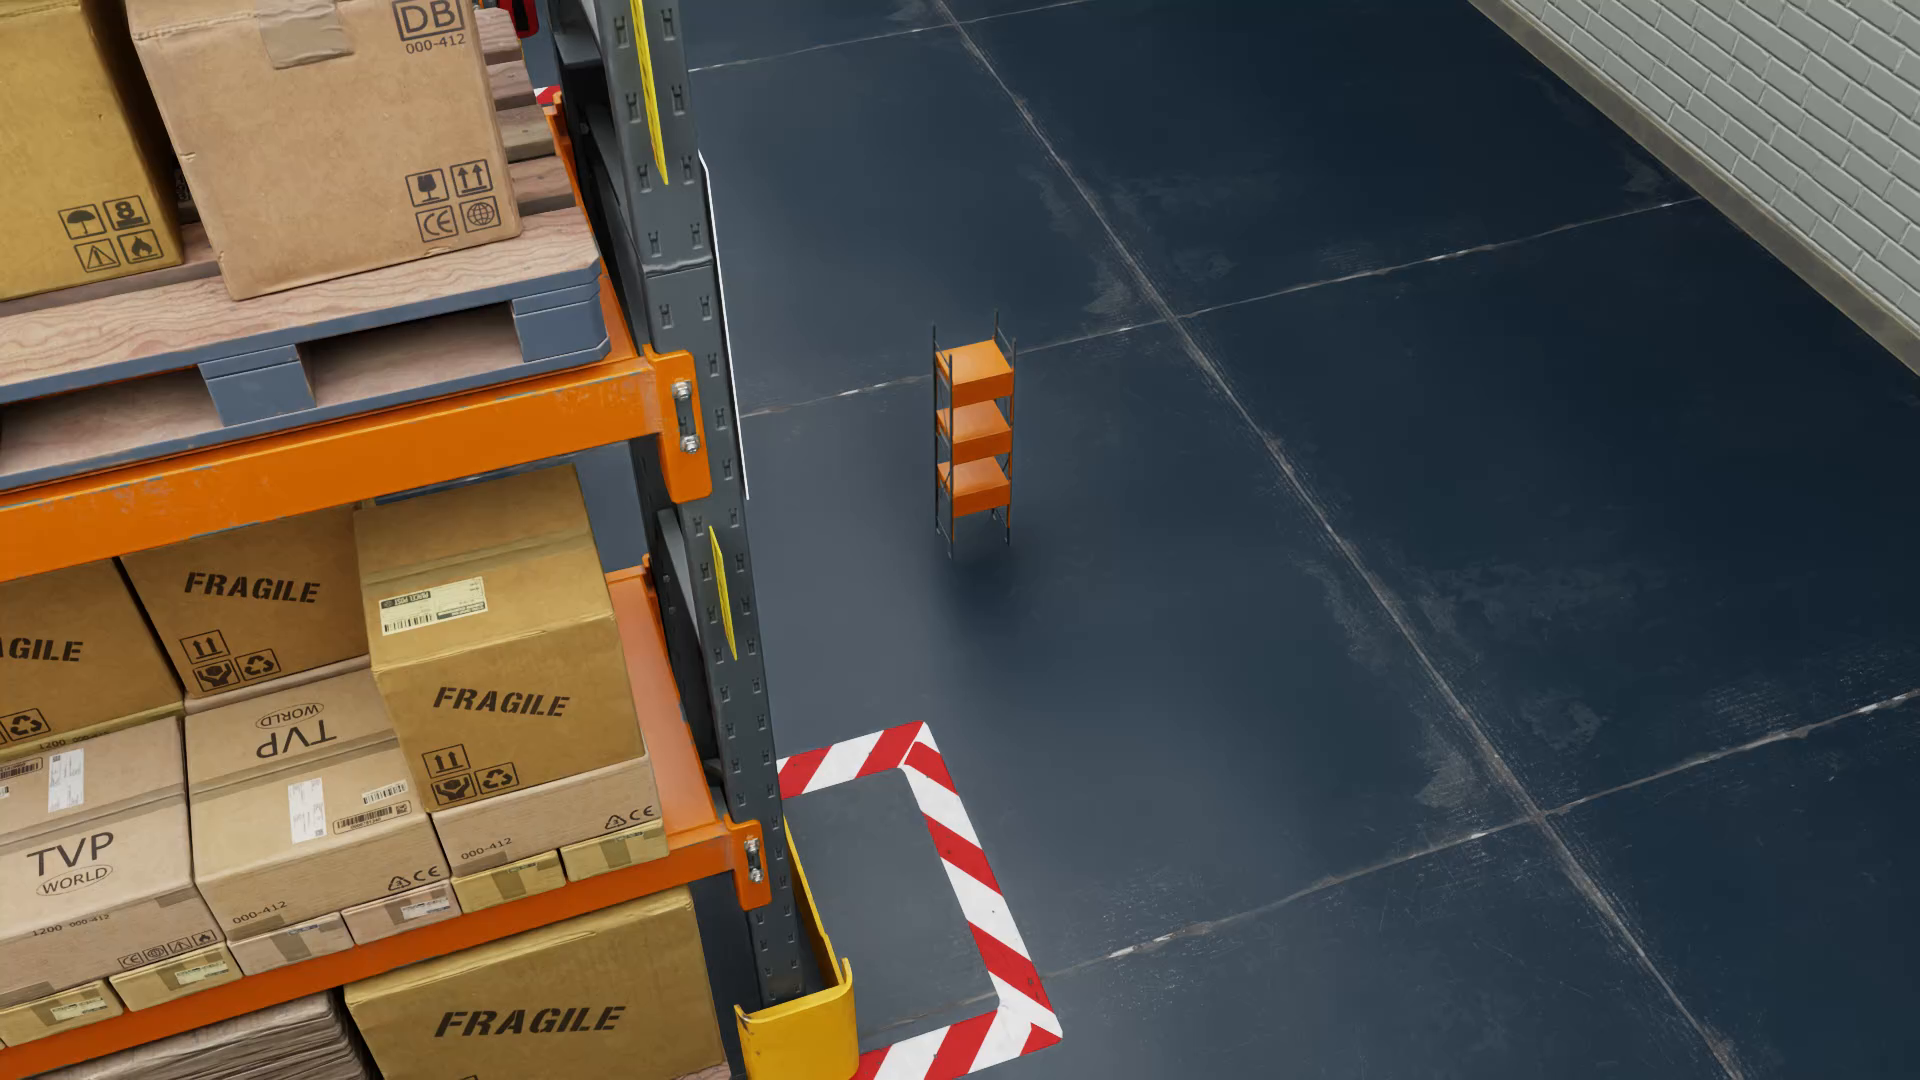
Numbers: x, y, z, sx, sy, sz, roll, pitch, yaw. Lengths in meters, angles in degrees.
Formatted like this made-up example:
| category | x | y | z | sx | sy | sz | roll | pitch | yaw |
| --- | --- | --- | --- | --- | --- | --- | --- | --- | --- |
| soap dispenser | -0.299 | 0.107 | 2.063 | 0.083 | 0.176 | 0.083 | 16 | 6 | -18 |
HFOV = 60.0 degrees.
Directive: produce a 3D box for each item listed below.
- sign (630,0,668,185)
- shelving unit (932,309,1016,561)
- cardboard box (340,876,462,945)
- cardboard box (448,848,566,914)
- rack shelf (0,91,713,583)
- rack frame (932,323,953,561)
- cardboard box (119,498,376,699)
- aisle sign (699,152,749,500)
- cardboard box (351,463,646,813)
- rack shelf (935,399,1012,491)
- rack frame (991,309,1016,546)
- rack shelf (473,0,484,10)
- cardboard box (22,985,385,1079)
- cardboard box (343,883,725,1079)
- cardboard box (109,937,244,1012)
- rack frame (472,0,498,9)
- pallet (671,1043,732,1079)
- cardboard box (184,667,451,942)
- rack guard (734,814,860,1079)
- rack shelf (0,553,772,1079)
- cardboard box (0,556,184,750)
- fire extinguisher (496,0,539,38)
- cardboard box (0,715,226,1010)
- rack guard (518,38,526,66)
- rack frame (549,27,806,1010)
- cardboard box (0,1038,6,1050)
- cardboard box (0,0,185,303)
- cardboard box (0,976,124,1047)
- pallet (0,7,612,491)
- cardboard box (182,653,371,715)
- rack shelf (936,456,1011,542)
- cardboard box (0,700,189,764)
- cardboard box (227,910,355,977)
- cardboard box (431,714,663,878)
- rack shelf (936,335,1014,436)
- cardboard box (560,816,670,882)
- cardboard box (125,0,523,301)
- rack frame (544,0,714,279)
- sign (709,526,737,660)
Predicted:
| category | x | y | z | sx | sy | sz | roll | pitch | yaw |
| --- | --- | --- | --- | --- | --- | --- | --- | --- | --- |
| sign | -0.503 | -0.736 | 2.679 | 0.005 | 0.325 | 0.100 | -14 | 47 | -14 |
| shelving unit | 0.050 | -0.383 | 6.391 | 0.252 | 1.050 | 0.215 | -14 | 47 | -14 |
| cardboard box | -1.379 | 0.760 | 4.053 | 0.250 | 0.149 | 0.380 | -14 | 47 | -14 |
| cardboard box | -1.142 | 0.700 | 4.112 | 0.250 | 0.149 | 0.380 | -14 | 47 | -13 |
| rack shelf | -2.556 | -0.082 | 3.104 | 4.000 | 0.370 | 1.077 | -14 | 47 | -14 |
| rack frame | -0.064 | -0.354 | 6.362 | 0.008 | 1.050 | 0.200 | -14 | 47 | -14 |
| cardboard box | -1.688 | -0.019 | 4.017 | 0.500 | 0.500 | 0.500 | -15 | 47 | -15 |
| aisle sign | -0.505 | -0.493 | 3.288 | 0.004 | 0.787 | 0.394 | -14 | 47 | -14 |
| cardboard box | -1.043 | 0.218 | 3.782 | 0.500 | 0.500 | 0.500 | -14 | 47 | -13 |
| rack shelf | 0.050 | -0.376 | 6.398 | 0.240 | 0.259 | 0.215 | -14 | 47 | -14 |
| rack frame | 0.165 | -0.413 | 6.420 | 0.008 | 1.050 | 0.200 | -14 | 47 | -14 |
| rack shelf | -4.237 | -2.322 | 7.455 | 4.000 | 0.370 | 1.077 | -14 | 47 | -14 |
| cardboard box | -2.105 | 1.270 | 4.570 | 0.875 | 0.875 | 0.875 | -14 | 47 | -14 |
| cardboard box | -1.249 | 1.051 | 4.788 | 0.875 | 0.875 | 0.875 | -14 | 47 | -14 |
| cardboard box | -1.858 | 0.883 | 3.930 | 0.250 | 0.149 | 0.380 | -15 | 47 | -15 |
| rack frame | -2.356 | -3.057 | 7.679 | 0.127 | 3.000 | 1.000 | -14 | 47 | -14 |
| pallet | -1.400 | 1.471 | 5.135 | 1.213 | 0.211 | 1.003 | -14 | 47 | -14 |
| cardboard box | -1.518 | 0.605 | 3.925 | 0.500 | 0.250 | 0.500 | -15 | 47 | -15 |
| rack guard | -0.652 | 1.119 | 5.282 | 0.348 | 0.500 | 1.175 | -14 | 47 | -14 |
| rack shelf | -2.556 | 0.977 | 4.166 | 4.000 | 0.370 | 1.077 | -14 | 47 | -14 |
| cardboard box | -2.173 | 0.110 | 3.889 | 0.500 | 0.500 | 0.500 | -16 | 47 | -15 |
| fire extinguisher | -2.060 | -2.632 | 7.573 | 0.183 | 0.674 | 0.296 | -14 | 47 | -14 |
| cardboard box | -1.996 | 0.728 | 3.803 | 0.500 | 0.250 | 0.500 | -16 | 47 | -15 |
| rack guard | -2.338 | -2.189 | 8.579 | 0.348 | 0.500 | 1.175 | -14 | 47 | -14 |
| rack frame | -0.674 | 0.242 | 4.391 | 0.127 | 3.000 | 1.000 | -14 | 47 | -14 |
| cardboard box | -2.335 | 1.003 | 3.810 | 0.250 | 0.149 | 0.380 | -13 | 47 | -13 |
| cardboard box | -1.716 | -0.820 | 2.894 | 0.500 | 0.500 | 0.700 | -16 | 47 | -15 |
| cardboard box | -2.102 | 0.945 | 3.867 | 0.250 | 0.149 | 0.380 | -14 | 47 | -14 |
| pallet | -1.369 | -0.600 | 3.175 | 1.213 | 0.211 | 1.003 | -14 | 47 | -14 |
| cardboard box | -1.704 | 0.255 | 4.274 | 0.500 | 0.250 | 0.500 | -15 | 47 | -14 |
| rack shelf | 0.050 | -0.180 | 6.595 | 0.240 | 0.259 | 0.215 | -14 | 47 | -14 |
| cardboard box | -2.178 | 0.374 | 4.156 | 0.500 | 0.250 | 0.500 | -16 | 47 | -15 |
| cardboard box | -1.614 | 0.819 | 3.993 | 0.250 | 0.149 | 0.380 | -14 | 47 | -13 |
| cardboard box | -1.040 | 0.484 | 4.046 | 0.500 | 0.250 | 0.500 | -15 | 47 | -14 |
| rack shelf | 0.050 | -0.576 | 6.197 | 0.240 | 0.259 | 0.215 | -14 | 47 | -14 |
| cardboard box | -0.898 | 0.636 | 4.176 | 0.250 | 0.149 | 0.380 | -14 | 47 | -13 |
| cardboard box | -1.145 | -0.875 | 2.949 | 0.500 | 0.500 | 0.700 | -17 | 48 | -16 |
| rack frame | -0.674 | -1.875 | 2.266 | 0.127 | 3.000 | 1.000 | -14 | 47 | -14 |
| sign | -0.503 | 0.115 | 3.533 | 0.005 | 0.325 | 0.100 | -14 | 47 | -14 |
